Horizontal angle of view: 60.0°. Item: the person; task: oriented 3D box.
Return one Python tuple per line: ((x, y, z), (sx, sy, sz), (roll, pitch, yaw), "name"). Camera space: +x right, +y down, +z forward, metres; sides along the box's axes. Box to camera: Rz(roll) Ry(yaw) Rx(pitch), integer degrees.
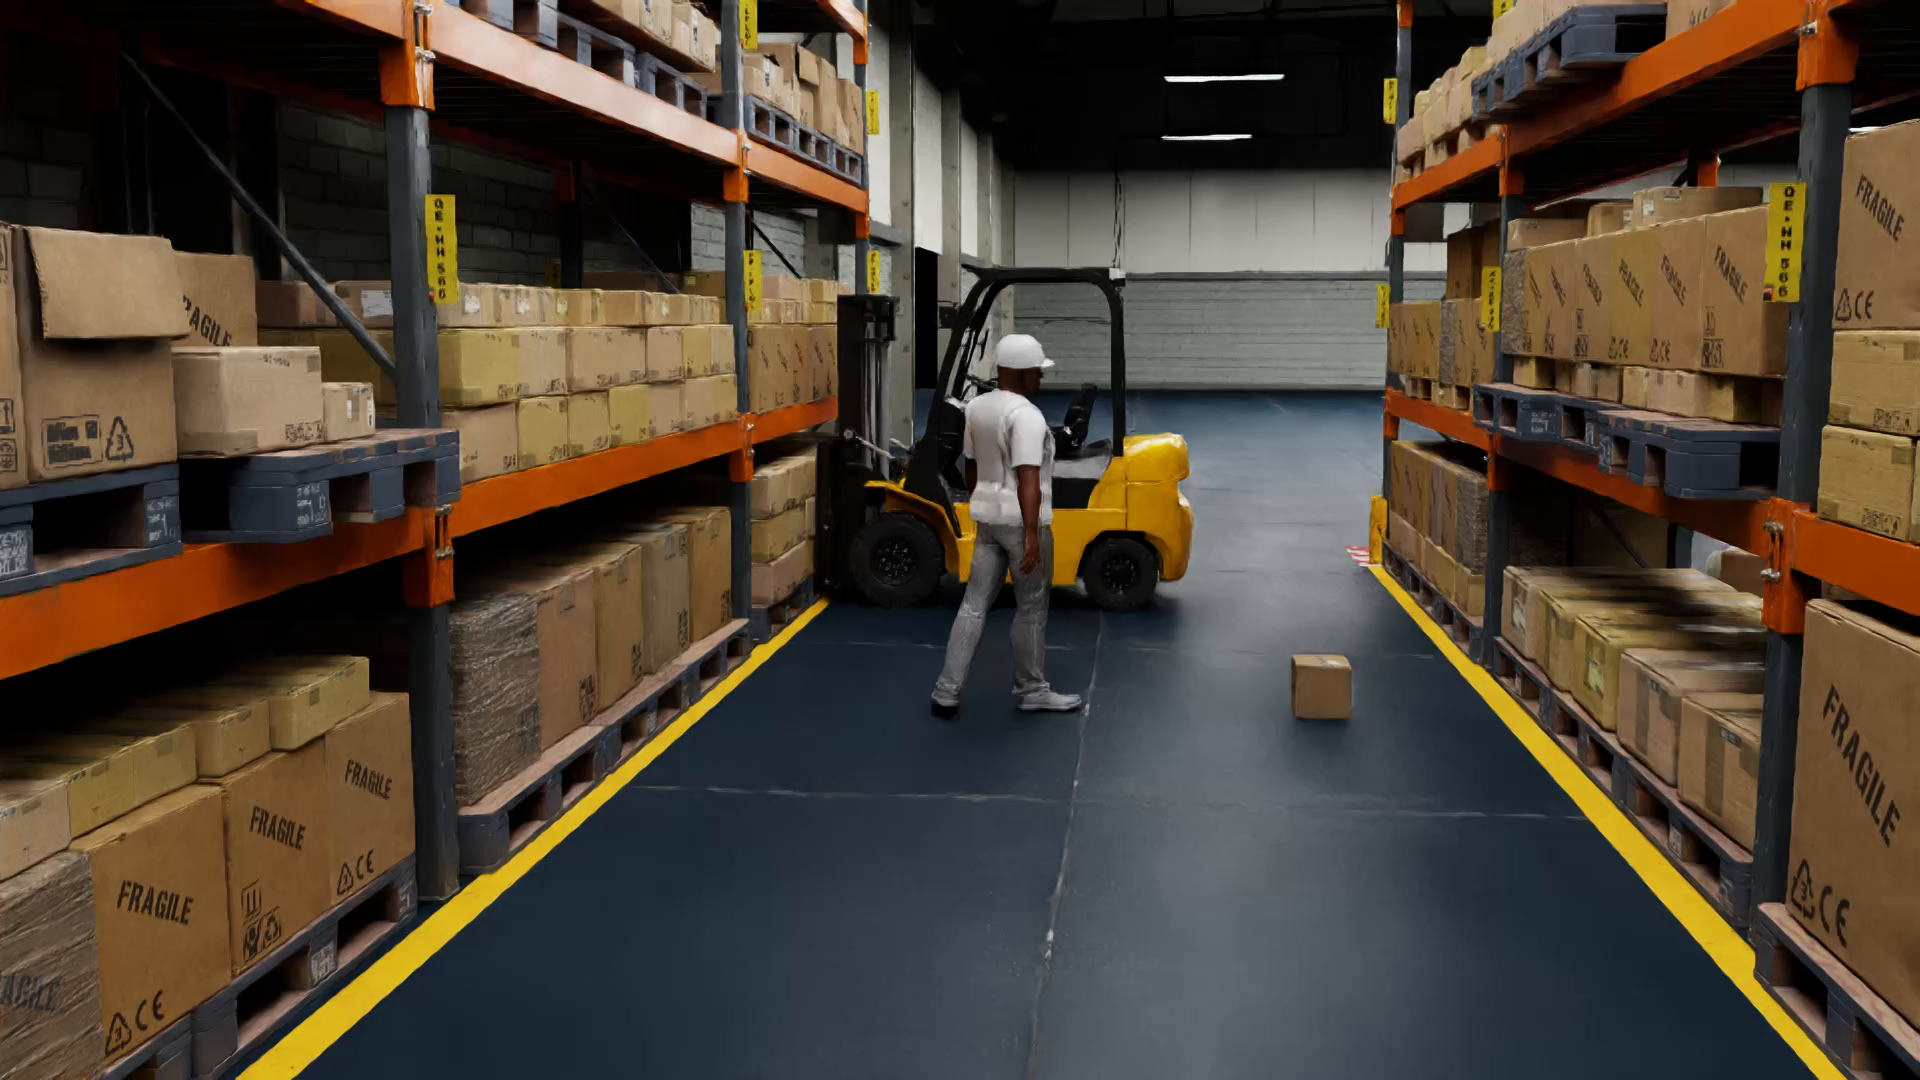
((0.222, -0.069, 7.720), (0.641, 1.761, 0.669), (-6, 9, -37), "person")
